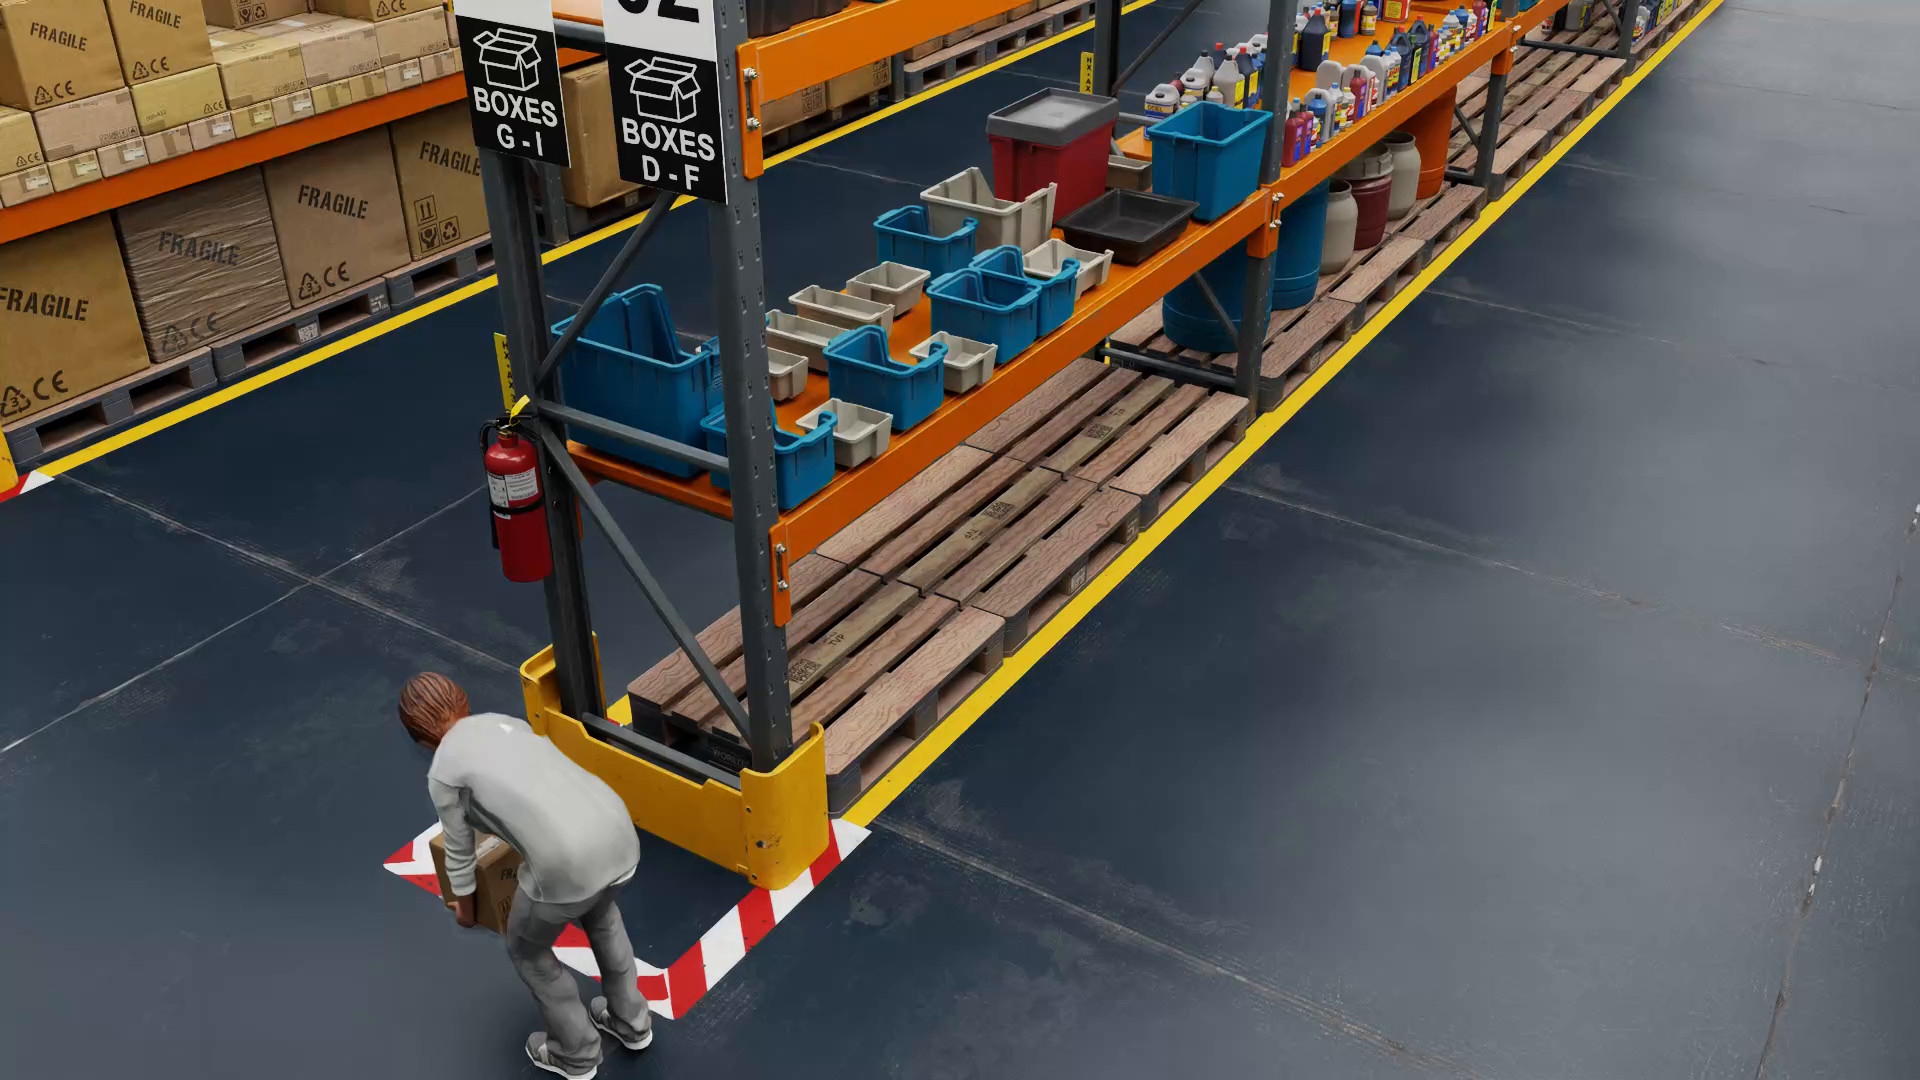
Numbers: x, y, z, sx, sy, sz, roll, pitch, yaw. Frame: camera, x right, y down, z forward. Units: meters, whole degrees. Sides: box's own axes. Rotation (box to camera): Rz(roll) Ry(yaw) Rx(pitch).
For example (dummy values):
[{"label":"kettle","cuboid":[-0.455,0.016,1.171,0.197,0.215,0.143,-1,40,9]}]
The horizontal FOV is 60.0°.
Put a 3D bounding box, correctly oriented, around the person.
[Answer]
[{"label":"person","cuboid":[-1.283,0.999,4.921,0.821,1.186,0.382,21,37,31]}]
